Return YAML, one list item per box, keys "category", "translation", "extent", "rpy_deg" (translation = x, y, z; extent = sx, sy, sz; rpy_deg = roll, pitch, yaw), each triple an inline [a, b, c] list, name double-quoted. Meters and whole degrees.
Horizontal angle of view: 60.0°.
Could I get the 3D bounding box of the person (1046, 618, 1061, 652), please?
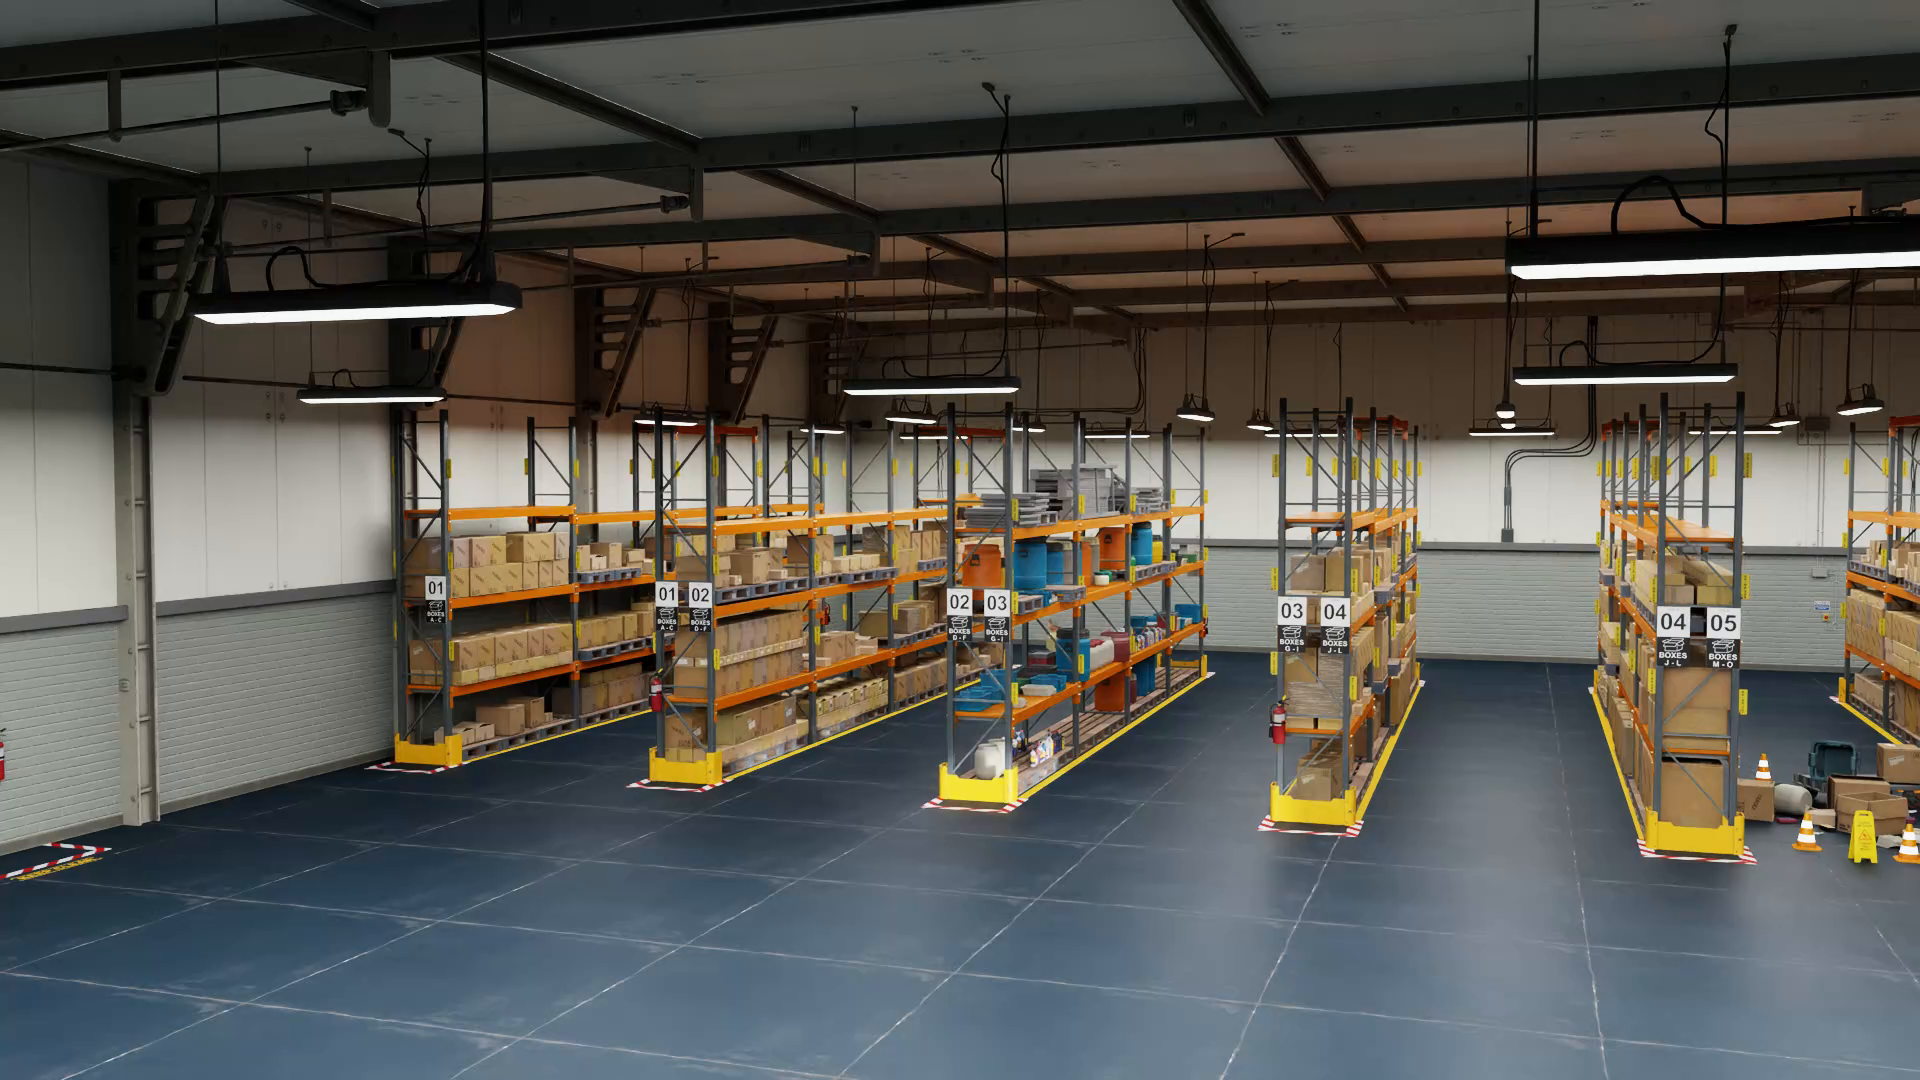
- category: "person"
  translation: [2.071, 2.575, 37.064]
  extent: [0.425, 1.675, 0.541]
  rpy_deg: [0, 2, -1]
